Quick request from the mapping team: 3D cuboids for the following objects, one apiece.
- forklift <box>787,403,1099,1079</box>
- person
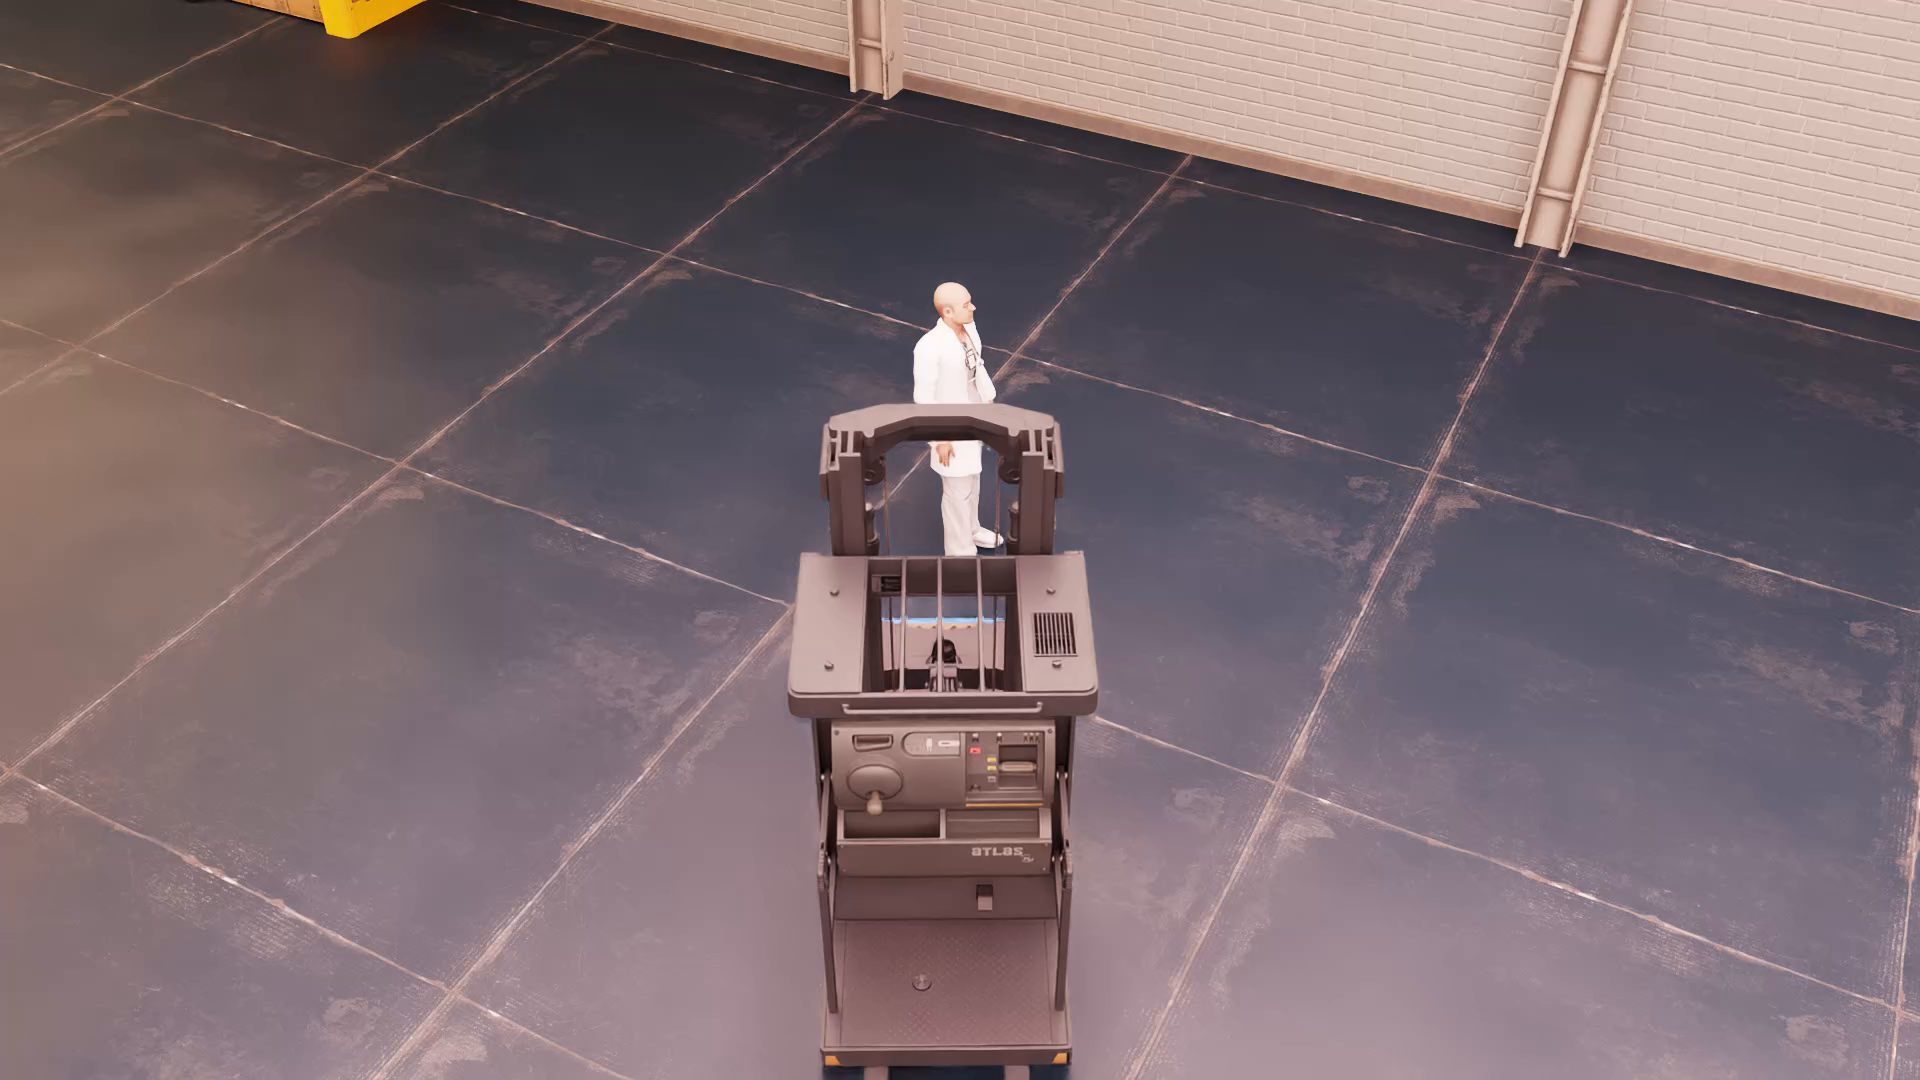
[{"bbox_3d":[-0.064,1.026,6.768,1.130,2.935,3.031,0,40,0],"label":"forklift"},{"bbox_3d":[0.080,-0.656,9.650,0.578,1.778,0.696,18,43,21],"label":"person"}]
